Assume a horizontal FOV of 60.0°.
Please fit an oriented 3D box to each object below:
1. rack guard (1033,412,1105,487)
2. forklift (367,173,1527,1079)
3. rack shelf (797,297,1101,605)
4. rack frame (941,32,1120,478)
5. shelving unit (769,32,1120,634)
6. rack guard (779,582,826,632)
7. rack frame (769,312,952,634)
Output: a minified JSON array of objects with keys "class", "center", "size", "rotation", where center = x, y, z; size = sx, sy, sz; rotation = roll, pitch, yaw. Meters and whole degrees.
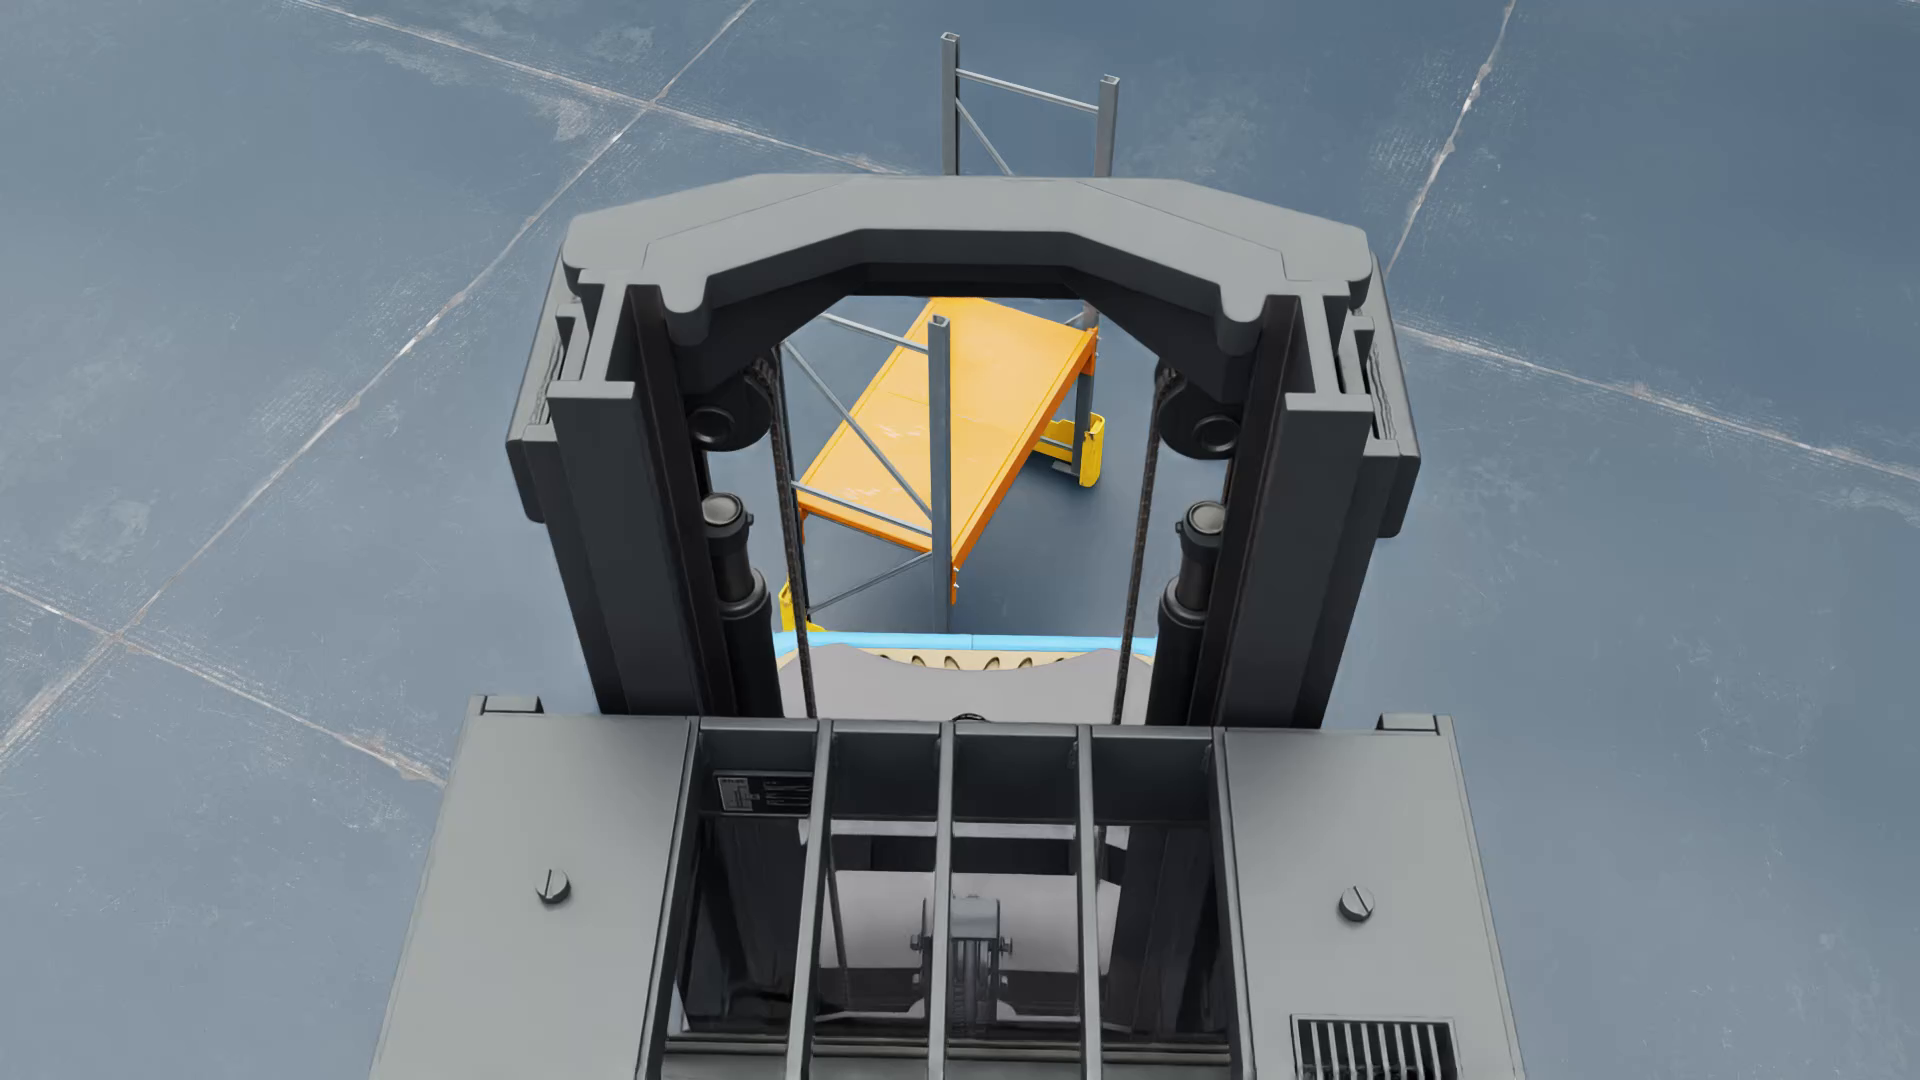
[{"class":"rack guard","center":[0.180,-0.371,5.402],"size":[0.587,0.250,0.087],"rotation":[20,52,16]},{"class":"forklift","center":[-0.009,1.079,2.407],"size":[1.130,2.935,3.031],"rotation":[1,50,1]},{"class":"rack shelf","center":[-0.036,-0.311,4.766],"size":[0.538,0.185,1.000],"rotation":[20,52,16]},{"class":"rack frame","center":[0.181,-0.777,4.927],"size":[0.500,1.500,0.032],"rotation":[20,52,16]},{"class":"shelving unit","center":[-0.033,-0.434,4.634],"size":[0.587,1.500,1.083],"rotation":[20,52,16]},{"class":"rack guard","center":[-0.245,0.314,4.818],"size":[0.587,0.250,0.087],"rotation":[20,52,16]},{"class":"rack frame","center":[-0.254,-0.077,4.331],"size":[0.500,1.500,0.032],"rotation":[20,52,16]}]
